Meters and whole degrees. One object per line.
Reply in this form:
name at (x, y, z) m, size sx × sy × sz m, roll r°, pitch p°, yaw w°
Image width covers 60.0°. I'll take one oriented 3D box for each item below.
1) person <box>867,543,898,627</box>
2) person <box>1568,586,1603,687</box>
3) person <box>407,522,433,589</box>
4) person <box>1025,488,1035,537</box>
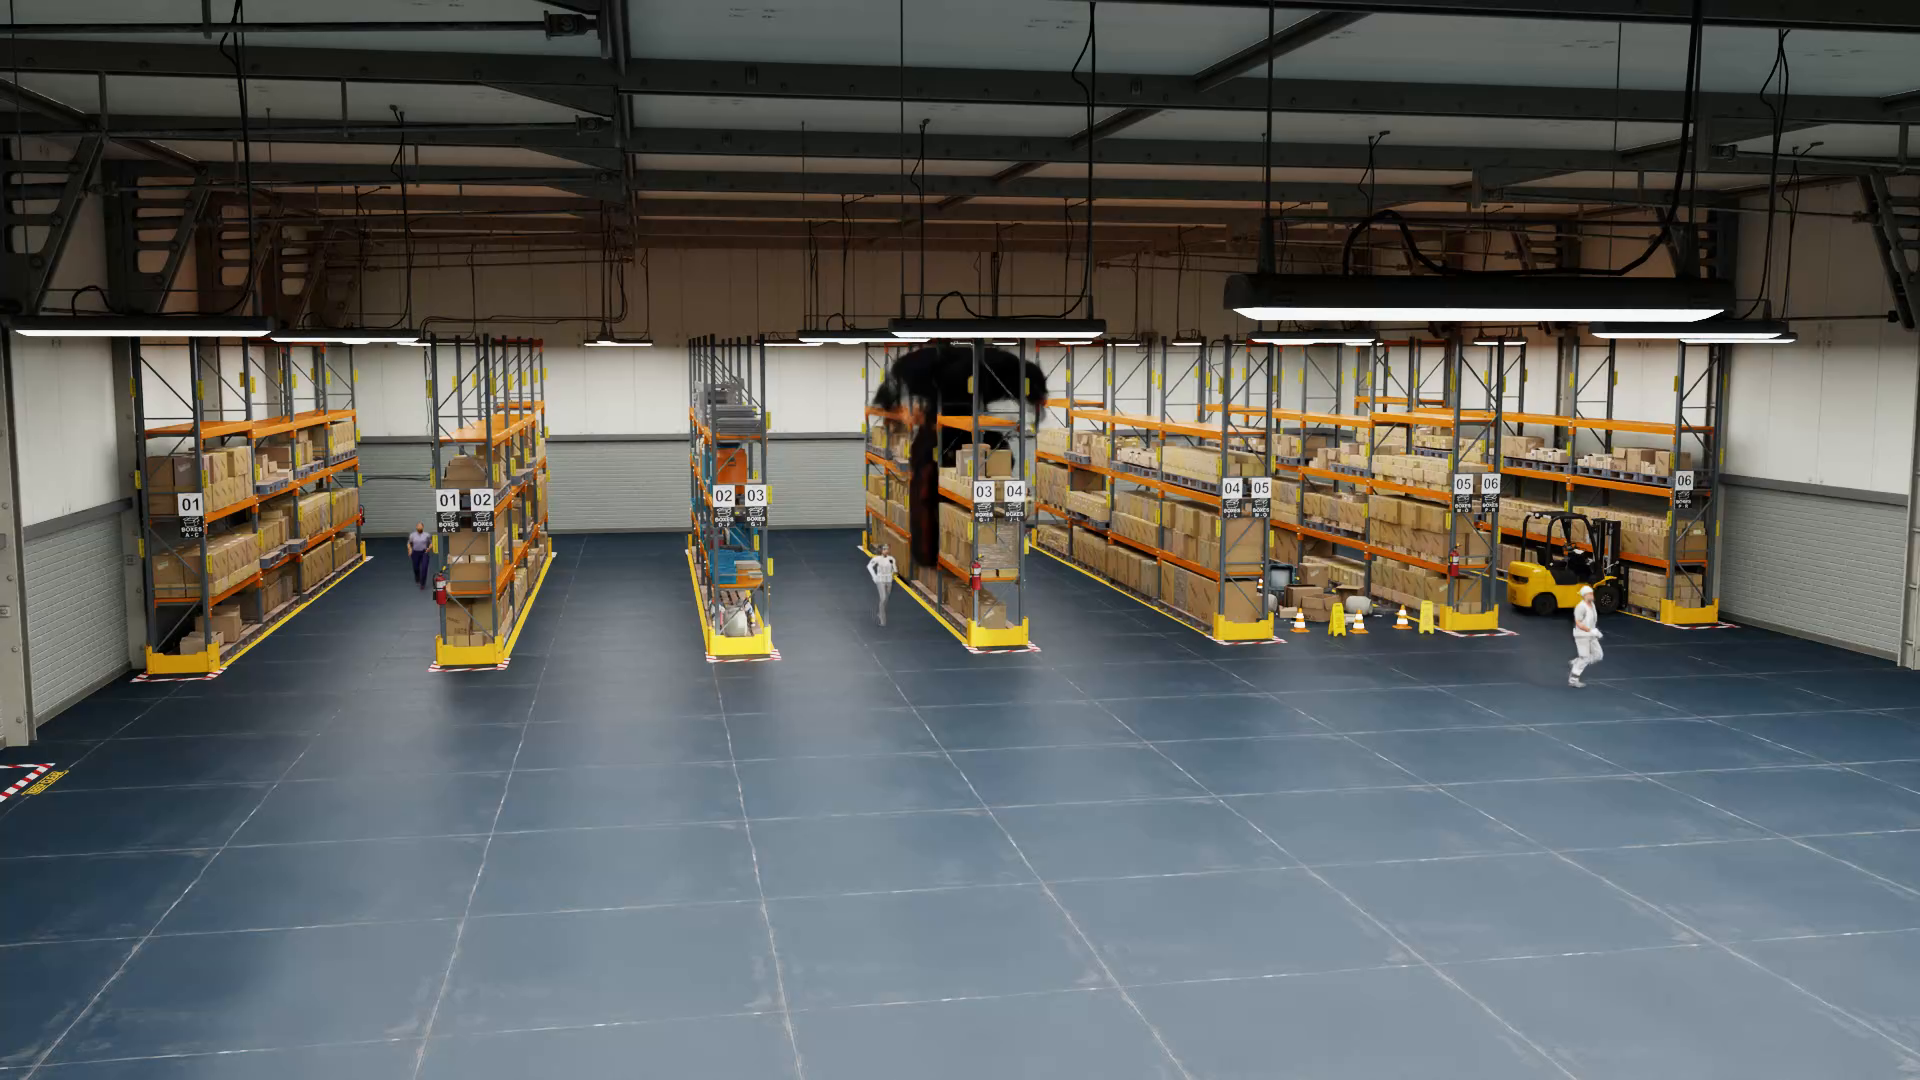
person at (-1.581, 0.874, 34.691) m, size 0.593 × 1.658 × 0.754 m, roll -3°, pitch 7°, yaw -24°
person at (10.628, 1.638, 28.163) m, size 0.699 × 1.742 × 0.656 m, roll -6°, pitch 9°, yaw -44°
person at (-12.947, 0.371, 39.936) m, size 0.616 × 1.606 × 0.550 m, roll -2°, pitch 7°, yaw -15°
person at (1.917, -0.749, 49.393) m, size 0.635 × 1.622 × 0.887 m, roll 6°, pitch 9°, yaw 44°
